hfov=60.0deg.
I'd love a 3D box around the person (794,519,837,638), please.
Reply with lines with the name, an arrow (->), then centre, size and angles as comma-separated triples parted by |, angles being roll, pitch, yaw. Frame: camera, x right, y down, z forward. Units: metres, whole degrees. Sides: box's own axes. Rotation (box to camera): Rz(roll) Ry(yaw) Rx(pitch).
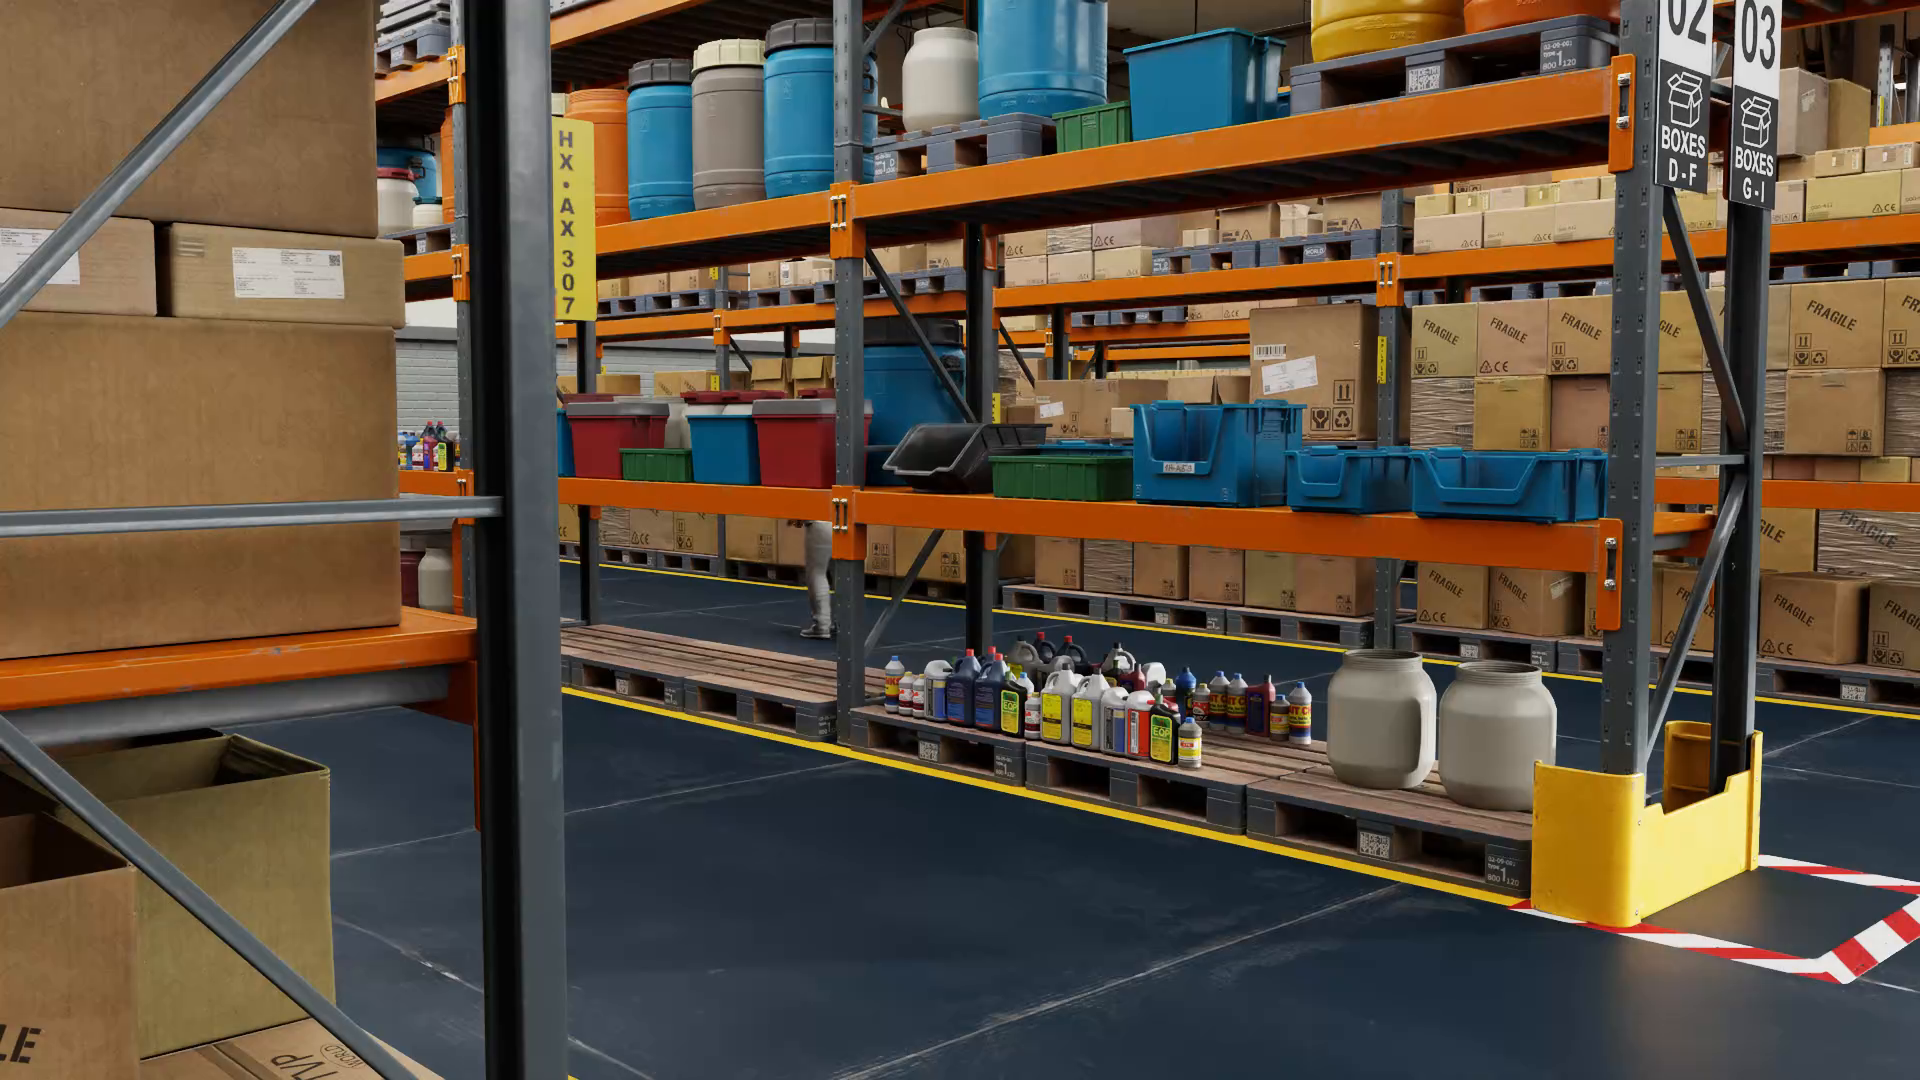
person -> -1.033, -0.088, 12.771 | 0.457, 1.662, 0.532 | -3, 5, -39
